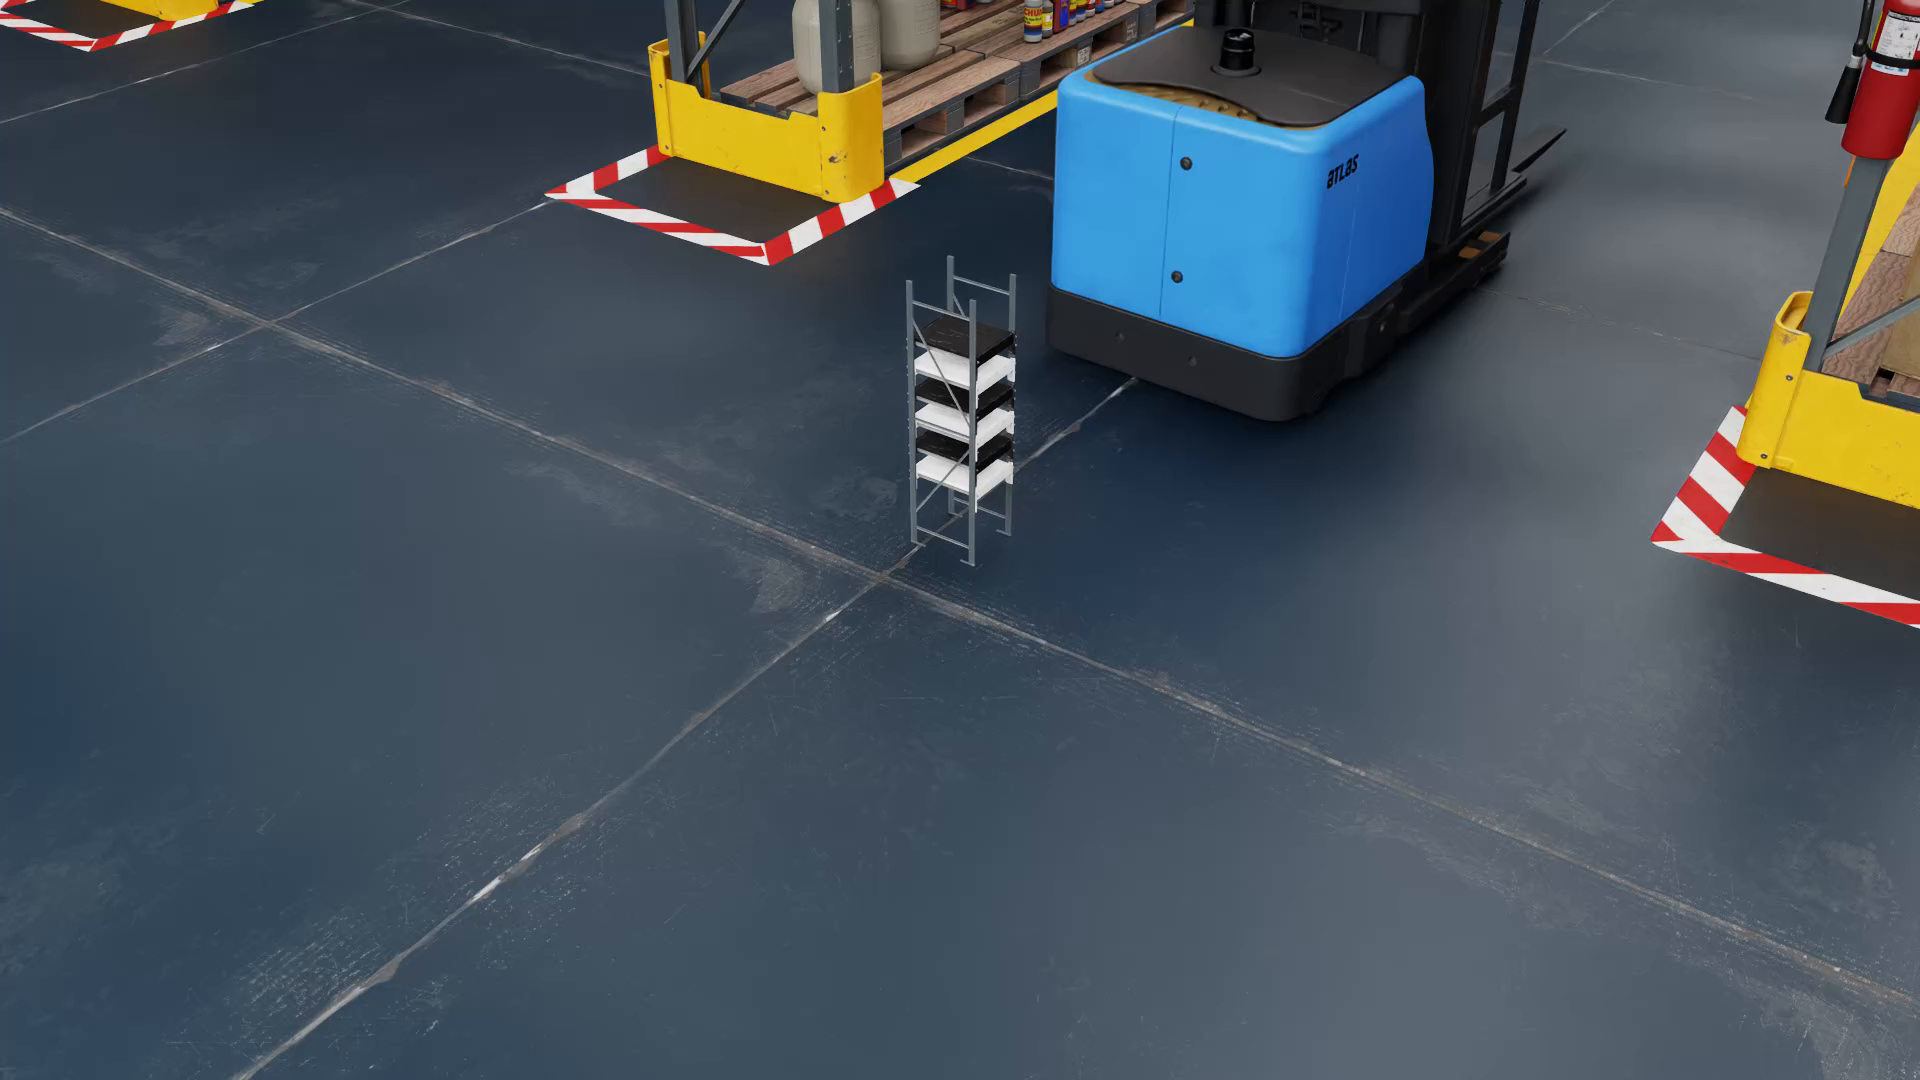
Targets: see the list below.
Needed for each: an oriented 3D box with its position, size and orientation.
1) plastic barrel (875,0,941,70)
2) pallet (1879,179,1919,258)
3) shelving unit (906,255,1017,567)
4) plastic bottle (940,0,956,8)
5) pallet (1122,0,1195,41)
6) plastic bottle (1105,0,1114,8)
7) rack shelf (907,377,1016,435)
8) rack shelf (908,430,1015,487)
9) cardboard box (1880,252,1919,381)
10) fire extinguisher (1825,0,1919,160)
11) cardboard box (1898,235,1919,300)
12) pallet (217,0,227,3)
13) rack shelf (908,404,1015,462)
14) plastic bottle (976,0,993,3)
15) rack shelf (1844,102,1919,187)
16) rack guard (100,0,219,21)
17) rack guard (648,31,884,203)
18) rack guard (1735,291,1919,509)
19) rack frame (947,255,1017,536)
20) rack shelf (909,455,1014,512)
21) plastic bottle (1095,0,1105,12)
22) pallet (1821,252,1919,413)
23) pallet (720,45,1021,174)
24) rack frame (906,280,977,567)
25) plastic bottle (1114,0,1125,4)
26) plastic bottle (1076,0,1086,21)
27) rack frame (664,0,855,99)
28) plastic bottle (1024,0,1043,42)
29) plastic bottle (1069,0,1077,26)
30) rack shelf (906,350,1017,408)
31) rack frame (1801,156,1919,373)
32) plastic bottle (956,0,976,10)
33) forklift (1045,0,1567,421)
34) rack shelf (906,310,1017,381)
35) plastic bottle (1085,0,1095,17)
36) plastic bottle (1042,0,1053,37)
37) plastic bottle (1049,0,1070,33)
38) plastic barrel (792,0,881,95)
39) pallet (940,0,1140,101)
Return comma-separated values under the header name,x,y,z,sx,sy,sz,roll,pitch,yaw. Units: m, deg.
name,x,y,z,sx,sy,sz,roll,pitch,yaw
plastic barrel,-0.308,-2.664,8.357,0.421,0.512,0.421,0,34,0
pallet,4.394,-1.182,6.809,1.003,0.211,1.213,21,39,28
shelving unit,0.005,-0.376,5.003,0.258,0.900,0.210,21,39,28
plastic bottle,-0.053,-3.109,9.208,0.152,0.276,0.135,22,40,29
pallet,0.957,-3.352,10.019,1.003,0.211,1.213,21,39,28
plastic bottle,0.809,-3.064,9.209,0.097,0.201,0.097,0,34,0
rack shelf,0.005,-0.423,4.972,0.258,0.077,0.200,21,39,28
rack shelf,0.005,-0.274,5.073,0.258,0.077,0.200,21,39,28
cardboard box,3.532,-0.801,5.613,0.500,0.500,0.500,-29,43,-35
fire extinguisher,2.718,-1.443,4.775,0.296,0.674,0.183,21,39,28
cardboard box,3.845,-1.087,6.036,0.500,0.500,0.500,-25,41,-32
pallet,-4.572,-3.756,10.616,1.003,0.211,1.213,21,39,28
rack shelf,0.005,-0.349,5.022,0.258,0.077,0.200,21,39,28
plastic bottle,0.139,-3.110,9.277,0.097,0.201,0.097,0,34,0
rack shelf,4.303,-2.003,6.176,1.077,0.370,4.000,21,39,28
rack guard,-4.987,-3.500,9.979,1.175,0.500,0.348,21,39,28
rack guard,-0.902,-1.977,7.727,1.175,0.500,0.348,21,39,28
rack guard,3.206,-0.380,5.365,1.175,0.500,0.348,21,39,28
rack frame,0.063,-0.423,5.073,0.240,0.900,0.006,21,39,28
rack shelf,0.005,-0.200,5.123,0.258,0.077,0.200,21,39,28
plastic bottle,0.751,-3.046,9.120,0.097,0.271,0.097,0,34,0
pallet,3.698,-0.623,5.982,1.003,0.211,1.213,21,39,28
pallet,-0.434,-2.229,8.358,1.003,0.211,1.213,21,39,28
rack frame,-0.053,-0.330,4.934,0.240,0.900,0.006,21,39,28
plastic bottle,0.854,-3.158,9.281,0.152,0.276,0.135,22,40,29
plastic bottle,0.636,-2.953,8.982,0.097,0.271,0.097,0,34,0
rack frame,-0.907,-2.962,6.953,1.000,3.000,0.127,21,39,28
plastic bottle,0.383,-2.749,8.680,0.097,0.271,0.097,0,34,0
plastic bottle,0.579,-2.907,8.914,0.097,0.271,0.097,0,34,0
rack shelf,0.005,-0.498,4.921,0.258,0.077,0.200,21,39,28
rack frame,3.162,-1.380,4.613,1.000,3.000,0.127,21,39,28
plastic bottle,0.034,-3.078,9.156,0.061,0.283,0.133,21,39,28
forklift,1.616,-2.389,6.166,1.130,2.935,3.031,23,40,30
rack shelf,0.005,-0.573,4.871,0.258,0.077,0.200,21,39,28
plastic bottle,0.692,-2.969,9.069,0.097,0.201,0.097,0,34,0
plastic bottle,0.442,-2.768,8.770,0.097,0.201,0.097,0,34,0
plastic bottle,0.527,-2.852,8.822,0.061,0.283,0.133,22,40,29
plastic barrel,-0.594,-2.433,8.016,0.421,0.512,0.421,0,34,0
pallet,0.262,-2.788,9.185,1.003,0.211,1.213,21,39,28
